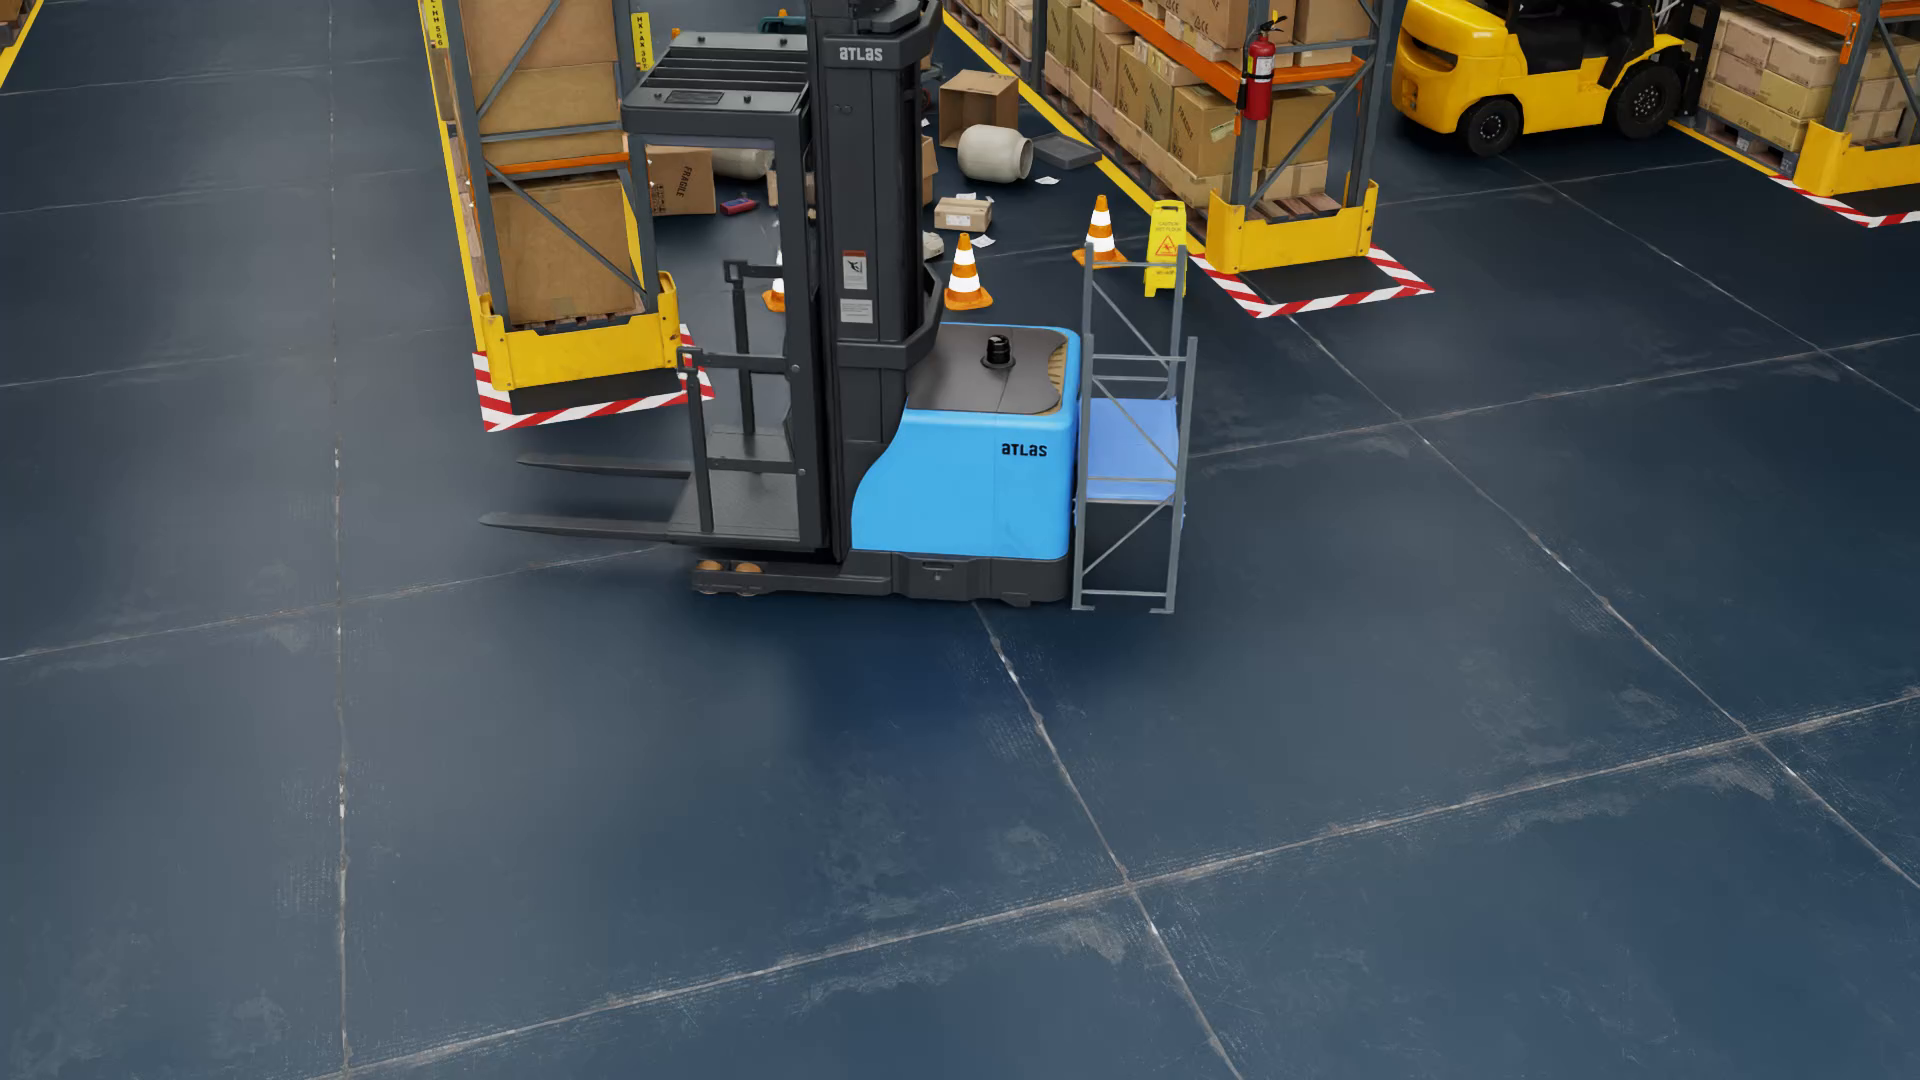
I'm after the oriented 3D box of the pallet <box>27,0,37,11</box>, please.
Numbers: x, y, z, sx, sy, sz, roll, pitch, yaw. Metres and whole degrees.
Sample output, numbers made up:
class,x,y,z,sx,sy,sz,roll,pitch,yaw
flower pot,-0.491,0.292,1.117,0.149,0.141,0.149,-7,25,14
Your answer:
class,x,y,z,sx,sy,sz,roll,pitch,yaw
pallet,-10.069,-5.671,17.140,1.003,0.211,1.213,-10,35,-15

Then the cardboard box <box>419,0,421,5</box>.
class,x,y,z,sx,sy,sz,roll,pitch,yaw
cardboard box,-4.408,-4.992,15.244,1.050,0.750,0.750,-9,35,-14

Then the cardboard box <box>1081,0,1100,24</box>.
class,x,y,z,sx,sy,sz,roll,pitch,yaw
cardboard box,1.188,-4.246,13.299,0.380,0.149,0.250,-9,34,-13

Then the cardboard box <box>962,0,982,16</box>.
class,x,y,z,sx,sy,sz,roll,pitch,yaw
cardboard box,0.527,-5.430,16.249,0.950,0.372,0.625,-9,34,-13

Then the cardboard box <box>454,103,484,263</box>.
class,x,y,z,sx,sy,sz,roll,pitch,yaw
cardboard box,-2.877,-2.444,11.274,0.875,0.875,0.875,-11,35,-15

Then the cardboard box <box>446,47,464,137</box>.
class,x,y,z,sx,sy,sz,roll,pitch,yaw
cardboard box,-2.682,-2.884,10.257,0.875,0.550,0.550,-10,35,-15

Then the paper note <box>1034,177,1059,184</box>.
class,x,y,z,sx,sy,sz,roll,pitch,yaw
paper note,0.683,-2.808,12.972,0.142,0.019,0.148,-23,40,-31

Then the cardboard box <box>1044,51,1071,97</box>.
class,x,y,z,sx,sy,sz,roll,pitch,yaw
cardboard box,1.049,-4.007,14.207,0.500,0.250,0.500,-12,35,-17

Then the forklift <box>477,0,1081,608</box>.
class,x,y,z,sx,sy,sz,roll,pitch,yaw
forklift,-0.925,-1.226,7.946,3.031,2.935,1.130,3,34,5

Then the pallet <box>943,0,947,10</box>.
class,x,y,z,sx,sy,sz,roll,pitch,yaw
pallet,0.143,-5.861,17.428,1.003,0.211,1.213,-10,35,-15

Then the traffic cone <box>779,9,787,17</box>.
class,x,y,z,sx,sy,sz,roll,pitch,yaw
traffic cone,-1.626,-4.676,15.406,0.336,0.463,0.334,-10,35,-15

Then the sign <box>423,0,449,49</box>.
class,x,y,z,sx,sy,sz,roll,pitch,yaw
sign,-2.858,-2.847,9.072,0.100,0.325,0.005,-10,35,-15

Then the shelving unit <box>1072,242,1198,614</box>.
class,x,y,z,sx,sy,sz,roll,pitch,yaw
shelving unit,0.839,-0.559,8.235,0.538,1.500,1.048,2,34,3

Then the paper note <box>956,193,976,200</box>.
class,x,y,z,sx,sy,sz,roll,pitch,yaw
paper note,0.046,-2.624,12.703,0.148,0.019,0.142,1,33,2

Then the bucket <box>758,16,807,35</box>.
class,x,y,z,sx,sy,sz,roll,pitch,yaw
bucket,-1.320,-4.034,13.724,0.726,0.611,0.620,1,23,2

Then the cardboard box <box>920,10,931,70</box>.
class,x,y,z,sx,sy,sz,roll,pitch,yaw
cardboard box,-0.560,-4.292,14.106,0.500,0.500,0.500,-10,35,-15

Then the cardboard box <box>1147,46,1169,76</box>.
class,x,y,z,sx,sy,sz,roll,pitch,yaw
cardboard box,1.604,-3.537,12.226,0.380,0.149,0.250,-9,35,-14

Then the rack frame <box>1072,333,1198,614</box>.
class,x,y,z,sx,sy,sz,roll,pitch,yaw
rack frame,0.805,-0.279,7.812,0.500,1.500,0.032,2,34,3

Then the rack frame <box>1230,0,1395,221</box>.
class,x,y,z,sx,sy,sz,roll,pitch,yaw
rack frame,2.346,-3.234,10.924,1.000,3.000,0.127,-10,35,-15

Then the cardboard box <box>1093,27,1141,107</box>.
class,x,y,z,sx,sy,sz,roll,pitch,yaw
cardboard box,1.380,-3.769,13.165,0.500,0.500,0.500,-8,34,-12

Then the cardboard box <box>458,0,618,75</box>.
class,x,y,z,sx,sy,sz,roll,pitch,yaw
cardboard box,-2.414,-3.063,9.550,0.875,0.550,0.550,-10,35,-15

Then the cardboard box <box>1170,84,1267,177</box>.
class,x,y,z,sx,sy,sz,roll,pitch,yaw
cardboard box,1.853,-2.952,11.930,0.500,0.500,0.500,-10,35,-14

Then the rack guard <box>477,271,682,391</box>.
class,x,y,z,sx,sy,sz,roll,pitch,yaw
rack guard,-2.330,-1.293,10.254,1.175,0.500,0.348,-10,35,-15

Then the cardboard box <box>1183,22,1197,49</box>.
class,x,y,z,sx,sy,sz,roll,pitch,yaw
cardboard box,1.788,-3.543,11.618,0.380,0.149,0.250,-11,35,-16

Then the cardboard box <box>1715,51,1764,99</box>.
class,x,y,z,sx,sy,sz,roll,pitch,yaw
cardboard box,6.483,-3.776,13.403,0.500,0.250,0.500,-10,35,-15

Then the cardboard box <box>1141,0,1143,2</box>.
class,x,y,z,sx,sy,sz,roll,pitch,yaw
cardboard box,1.581,-4.096,12.455,0.380,0.149,0.250,-10,35,-15

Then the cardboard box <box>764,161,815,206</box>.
class,x,y,z,sx,sy,sz,roll,pitch,yaw
cardboard box,-1.279,-2.716,12.619,0.396,0.266,0.258,-4,34,-6

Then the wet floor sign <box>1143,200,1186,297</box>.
class,x,y,z,sx,sy,sz,roll,pitch,yaw
wet floor sign,1.385,-1.972,11.150,0.267,0.644,0.232,1,33,2

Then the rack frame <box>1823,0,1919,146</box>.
class,x,y,z,sx,sy,sz,roll,pitch,yaw
rack frame,7.072,-4.071,12.190,1.000,3.000,0.127,-10,35,-15

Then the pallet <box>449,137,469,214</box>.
class,x,y,z,sx,sy,sz,roll,pitch,yaw
pallet,-3.400,-2.873,12.907,1.003,0.211,1.213,-10,35,-15

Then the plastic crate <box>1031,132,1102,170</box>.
class,x,y,z,sx,sy,sz,roll,pitch,yaw
plastic crate,0.824,-3.154,13.451,0.402,0.080,0.583,-23,40,-31

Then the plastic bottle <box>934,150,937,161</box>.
class,x,y,z,sx,sy,sz,roll,pitch,yaw
plastic bottle,-0.266,-3.116,13.410,0.133,0.061,0.283,-4,34,-6

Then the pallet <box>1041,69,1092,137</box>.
class,x,y,z,sx,sy,sz,roll,pitch,yaw
pallet,1.364,-3.824,14.346,1.003,0.211,1.213,-10,35,-15

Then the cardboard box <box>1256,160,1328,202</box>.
class,x,y,z,sx,sy,sz,roll,pitch,yaw
cardboard box,2.363,-2.732,12.277,0.500,0.250,0.500,-10,35,-15

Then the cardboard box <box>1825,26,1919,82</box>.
class,x,y,z,sx,sy,sz,roll,pitch,yaw
cardboard box,7.106,-3.800,12.987,0.500,0.250,0.500,-11,35,-15

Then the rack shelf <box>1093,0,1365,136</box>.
class,x,y,z,sx,sy,sz,roll,pitch,yaw
rack shelf,1.736,-3.984,12.711,1.077,0.370,4.000,-10,35,-15

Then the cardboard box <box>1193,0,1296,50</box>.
class,x,y,z,sx,sy,sz,roll,pitch,yaw
cardboard box,1.918,-3.639,11.175,0.500,0.500,0.500,-11,35,-16

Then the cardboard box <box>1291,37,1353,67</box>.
class,x,y,z,sx,sy,sz,roll,pitch,yaw
cardboard box,2.440,-3.343,11.316,0.380,0.149,0.250,-10,35,-15

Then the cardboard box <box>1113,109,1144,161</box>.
class,x,y,z,sx,sy,sz,roll,pitch,yaw
cardboard box,1.528,-3.189,12.968,0.500,0.250,0.500,-11,35,-16

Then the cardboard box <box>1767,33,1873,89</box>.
class,x,y,z,sx,sy,sz,roll,pitch,yaw
cardboard box,6.635,-3.706,12.843,0.500,0.250,0.500,-9,34,-13

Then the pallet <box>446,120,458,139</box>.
class,x,y,z,sx,sy,sz,roll,pitch,yaw
pallet,-3.864,-3.678,14.125,1.003,0.211,1.213,-10,35,-15

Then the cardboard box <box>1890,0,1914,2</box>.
class,x,y,z,sx,sy,sz,roll,pitch,yaw
cardboard box,7.185,-4.420,12.627,0.500,0.500,0.500,-9,34,-13

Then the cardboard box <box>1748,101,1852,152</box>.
class,x,y,z,sx,sy,sz,roll,pitch,yaw
cardboard box,6.628,-3.293,13.125,0.500,0.250,0.500,-10,35,-14
